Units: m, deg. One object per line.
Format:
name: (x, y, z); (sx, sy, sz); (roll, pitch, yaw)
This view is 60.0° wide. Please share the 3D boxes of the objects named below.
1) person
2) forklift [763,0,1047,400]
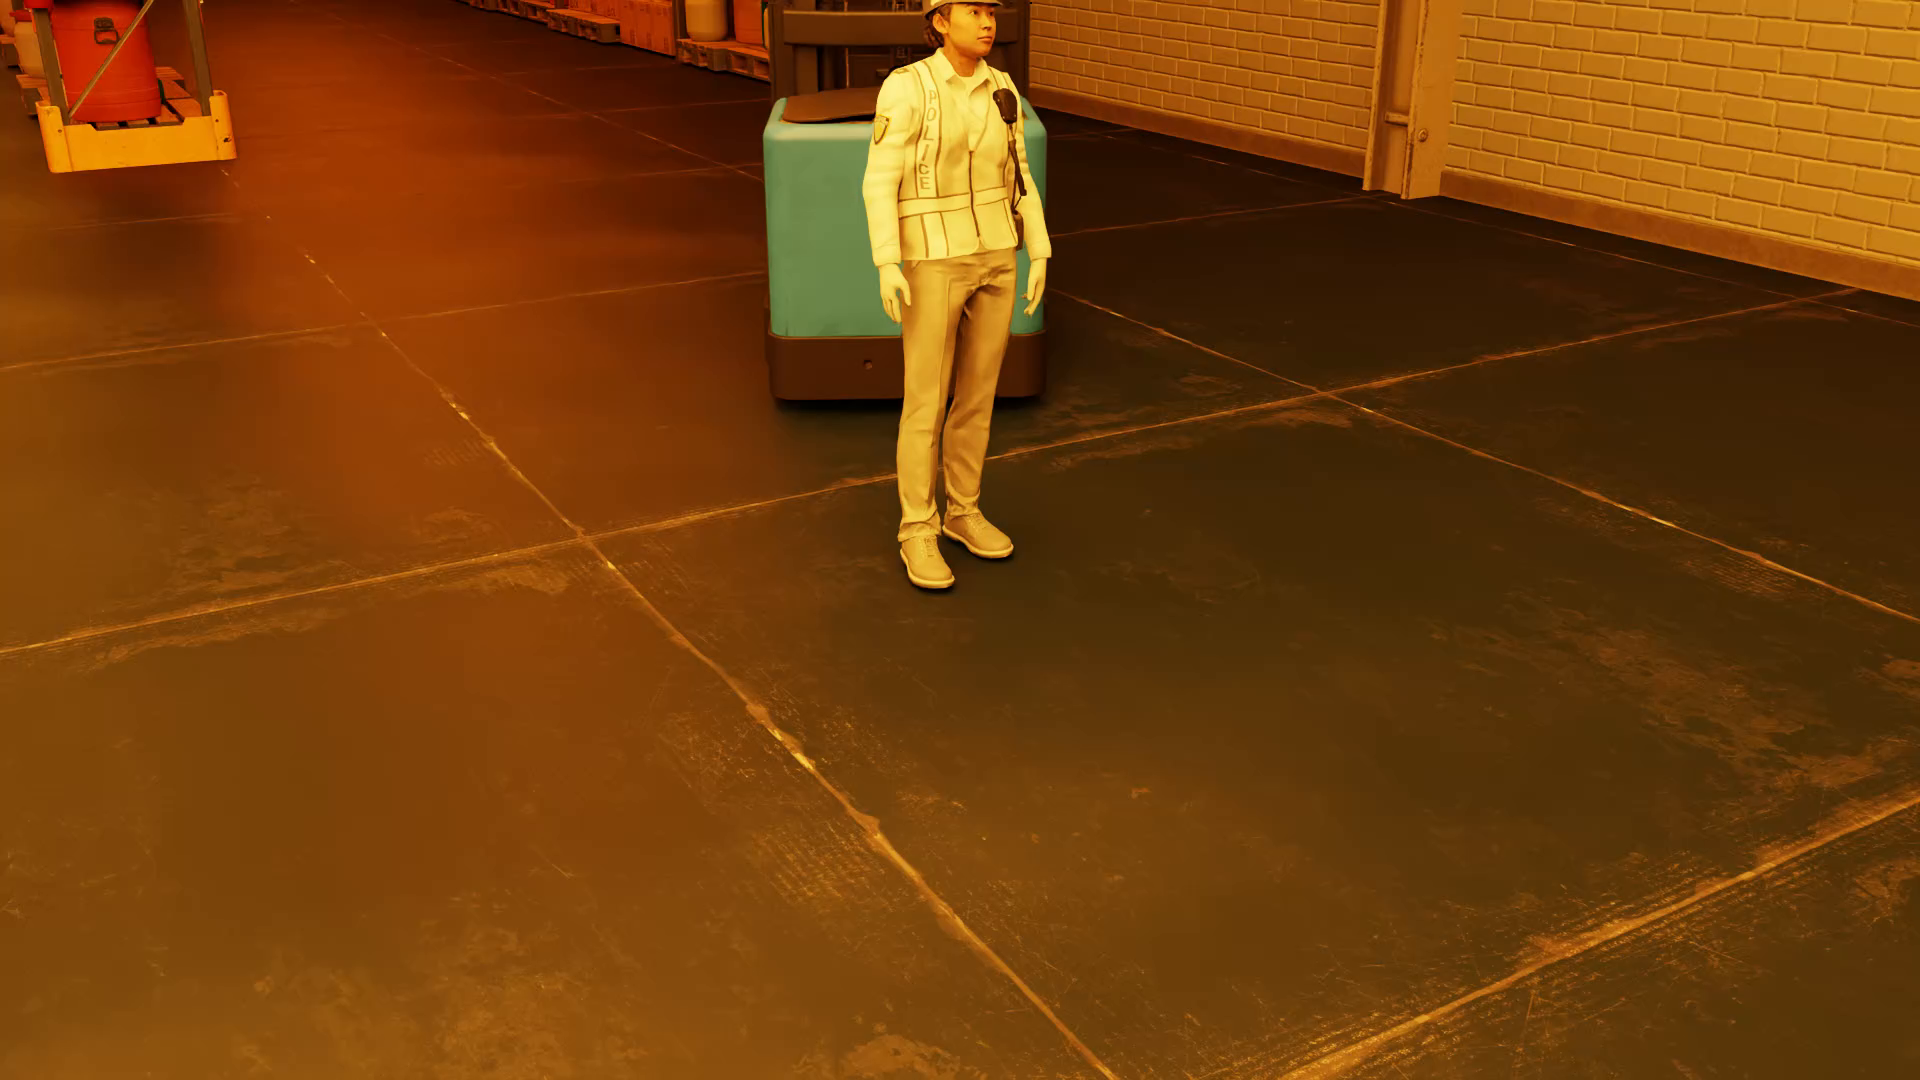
person: (0.028, -0.768, 4.753); (0.587, 1.696, 0.534); (-12, 25, -28)
forklift: (-0.266, -2.394, 7.107); (1.130, 2.935, 3.031); (-1, 22, -3)
